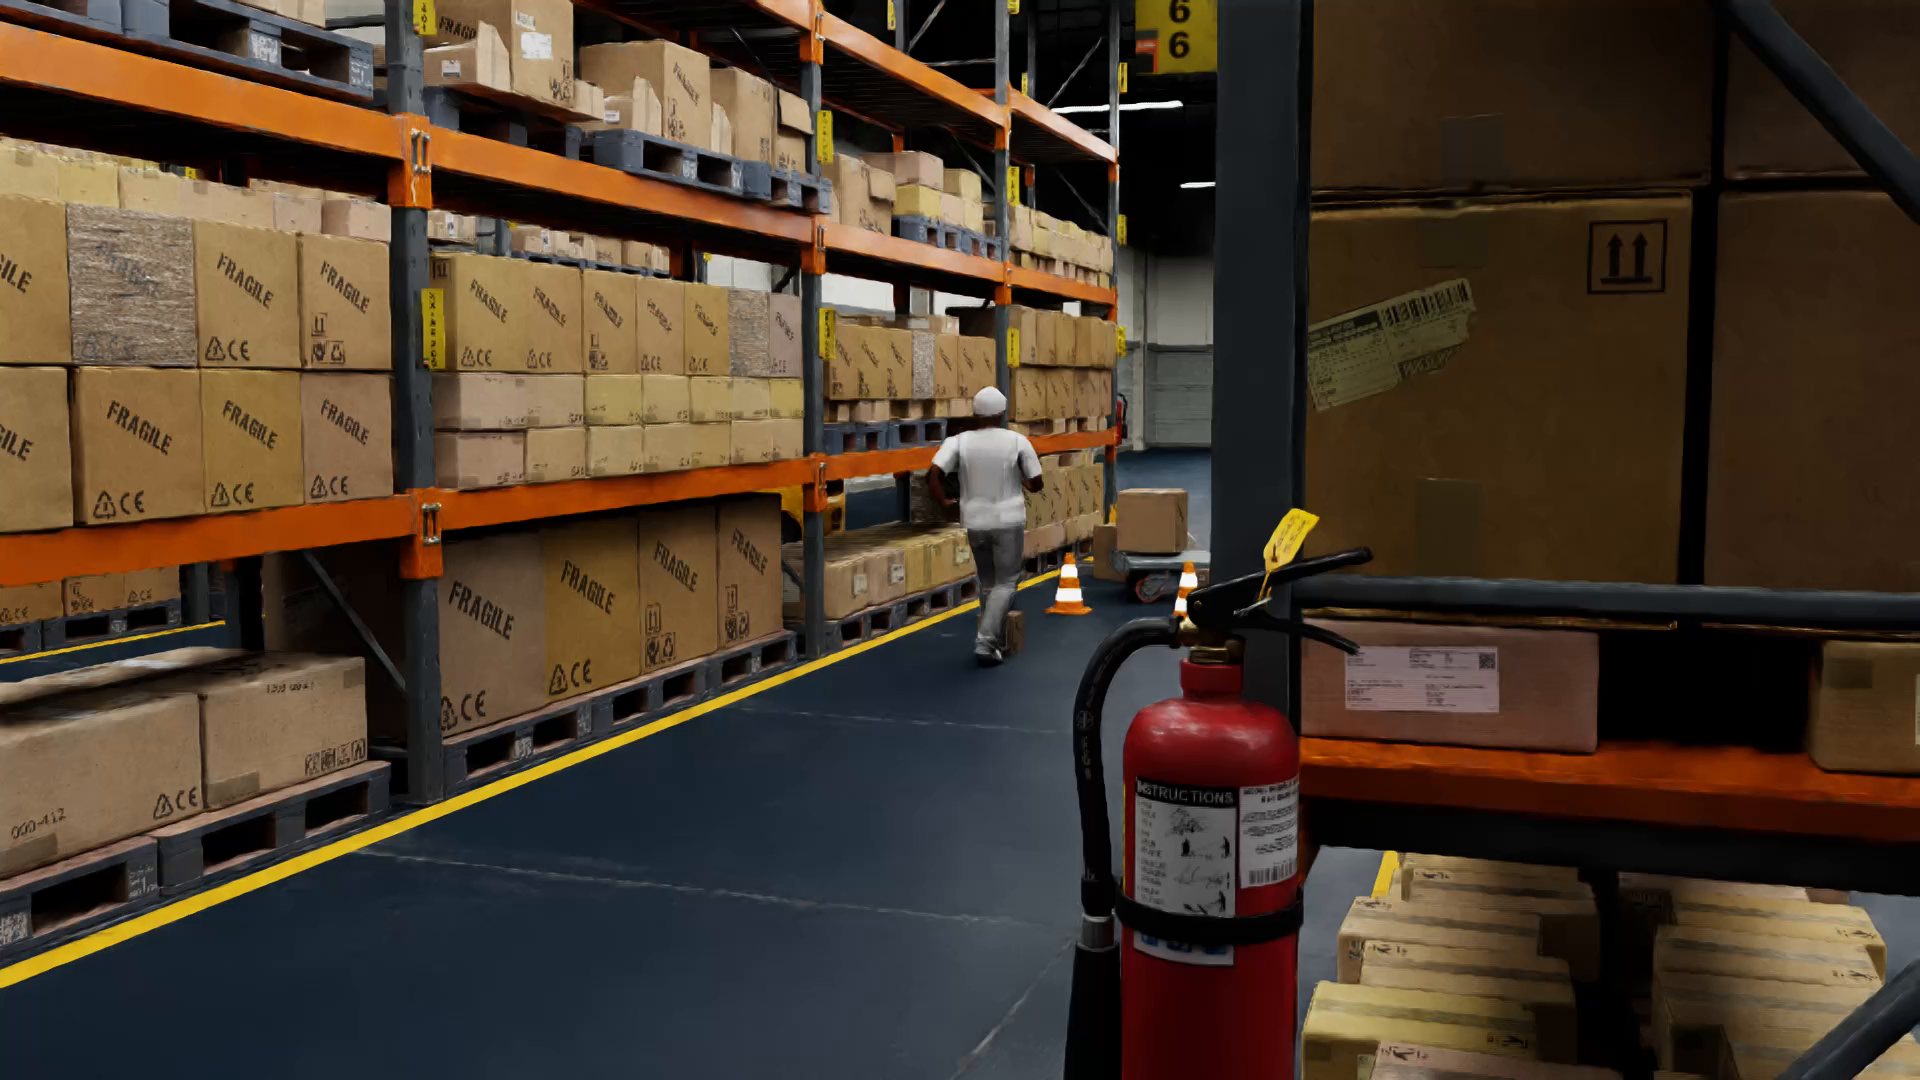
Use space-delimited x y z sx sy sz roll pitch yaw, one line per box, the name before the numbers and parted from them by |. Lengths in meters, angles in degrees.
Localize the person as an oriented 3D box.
person | 0.244 -0.104 10.583 0.654 1.745 0.857 2 6 23
